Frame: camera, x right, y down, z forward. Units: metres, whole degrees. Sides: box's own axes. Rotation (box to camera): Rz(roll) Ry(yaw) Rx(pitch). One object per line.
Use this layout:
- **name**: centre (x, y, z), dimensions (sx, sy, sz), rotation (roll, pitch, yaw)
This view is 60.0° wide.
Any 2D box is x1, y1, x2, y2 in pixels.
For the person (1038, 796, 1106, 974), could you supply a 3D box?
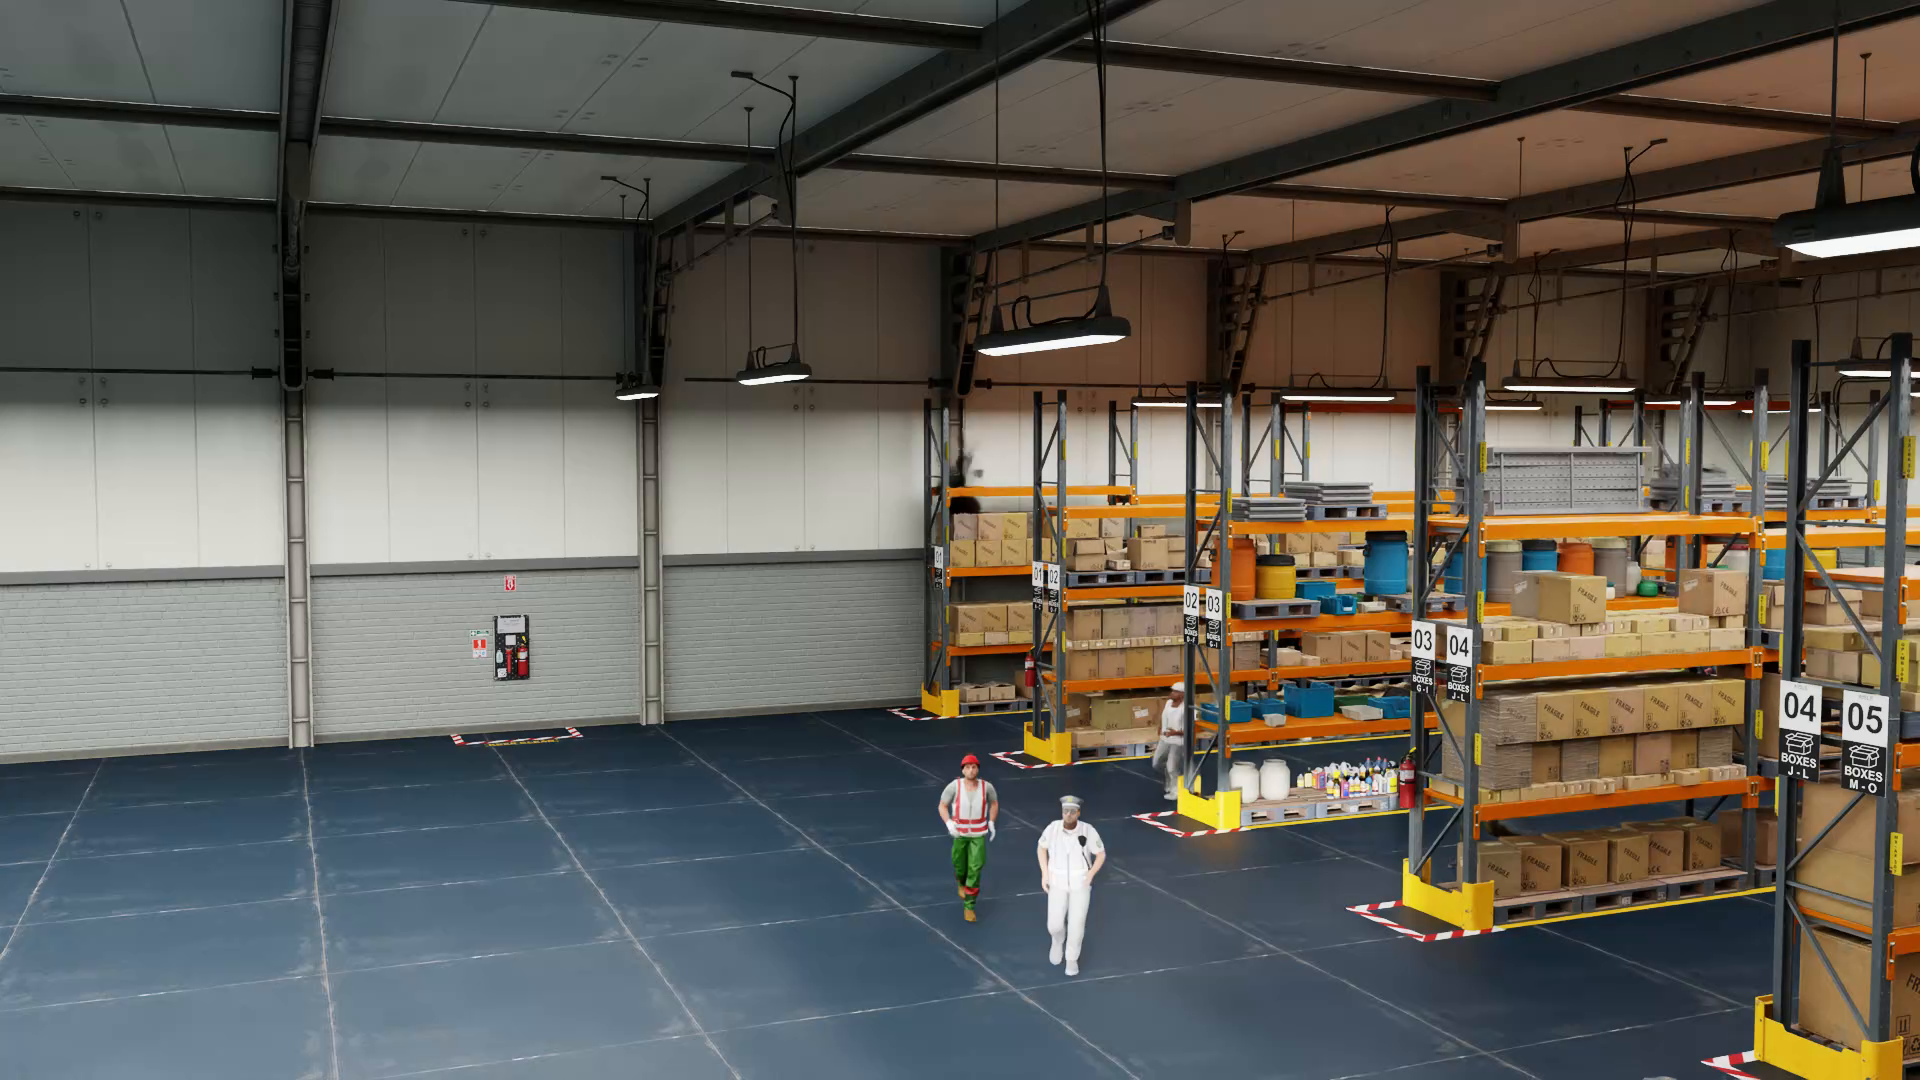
- **person**: centre (1.077, 3.343, 16.164), dimensions (0.675, 1.744, 0.594), rotation (0, 3, 7)

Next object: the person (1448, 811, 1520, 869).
- **person**: centre (6.355, 3.083, 20.121), dimensions (1.028, 1.754, 0.714), rotation (-2, 4, -25)

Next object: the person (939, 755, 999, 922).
- **person**: centre (0.098, 3.218, 18.203), dimensions (0.662, 1.763, 0.783), rotation (0, 3, -2)

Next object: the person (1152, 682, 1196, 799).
- **person**: centre (3.090, 2.899, 23.967), dimensions (0.553, 1.721, 0.680), rotation (-3, 4, -41)
